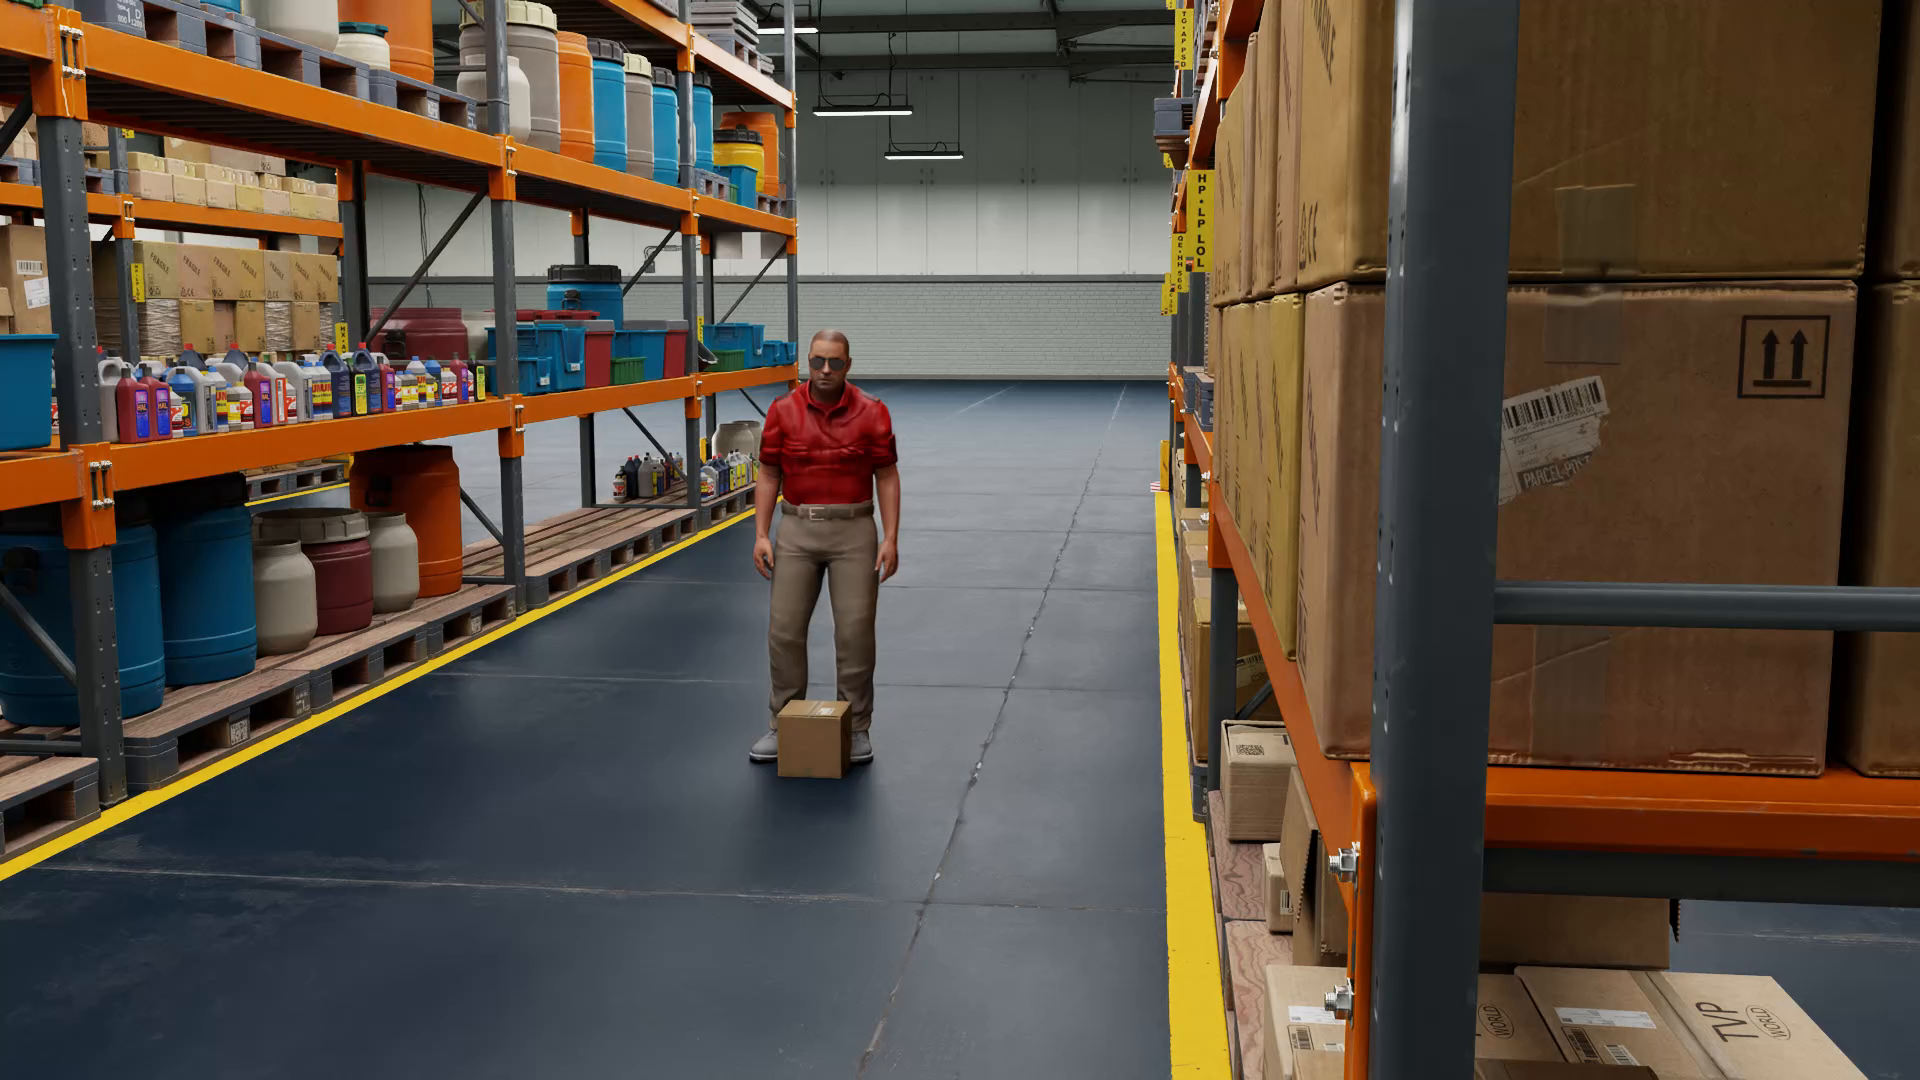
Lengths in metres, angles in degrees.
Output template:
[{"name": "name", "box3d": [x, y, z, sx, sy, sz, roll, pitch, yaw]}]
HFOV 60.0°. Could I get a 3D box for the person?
[{"name": "person", "box3d": [-0.544, 0.018, 6.712, 0.605, 1.726, 0.394, 0, 8, 3]}]
